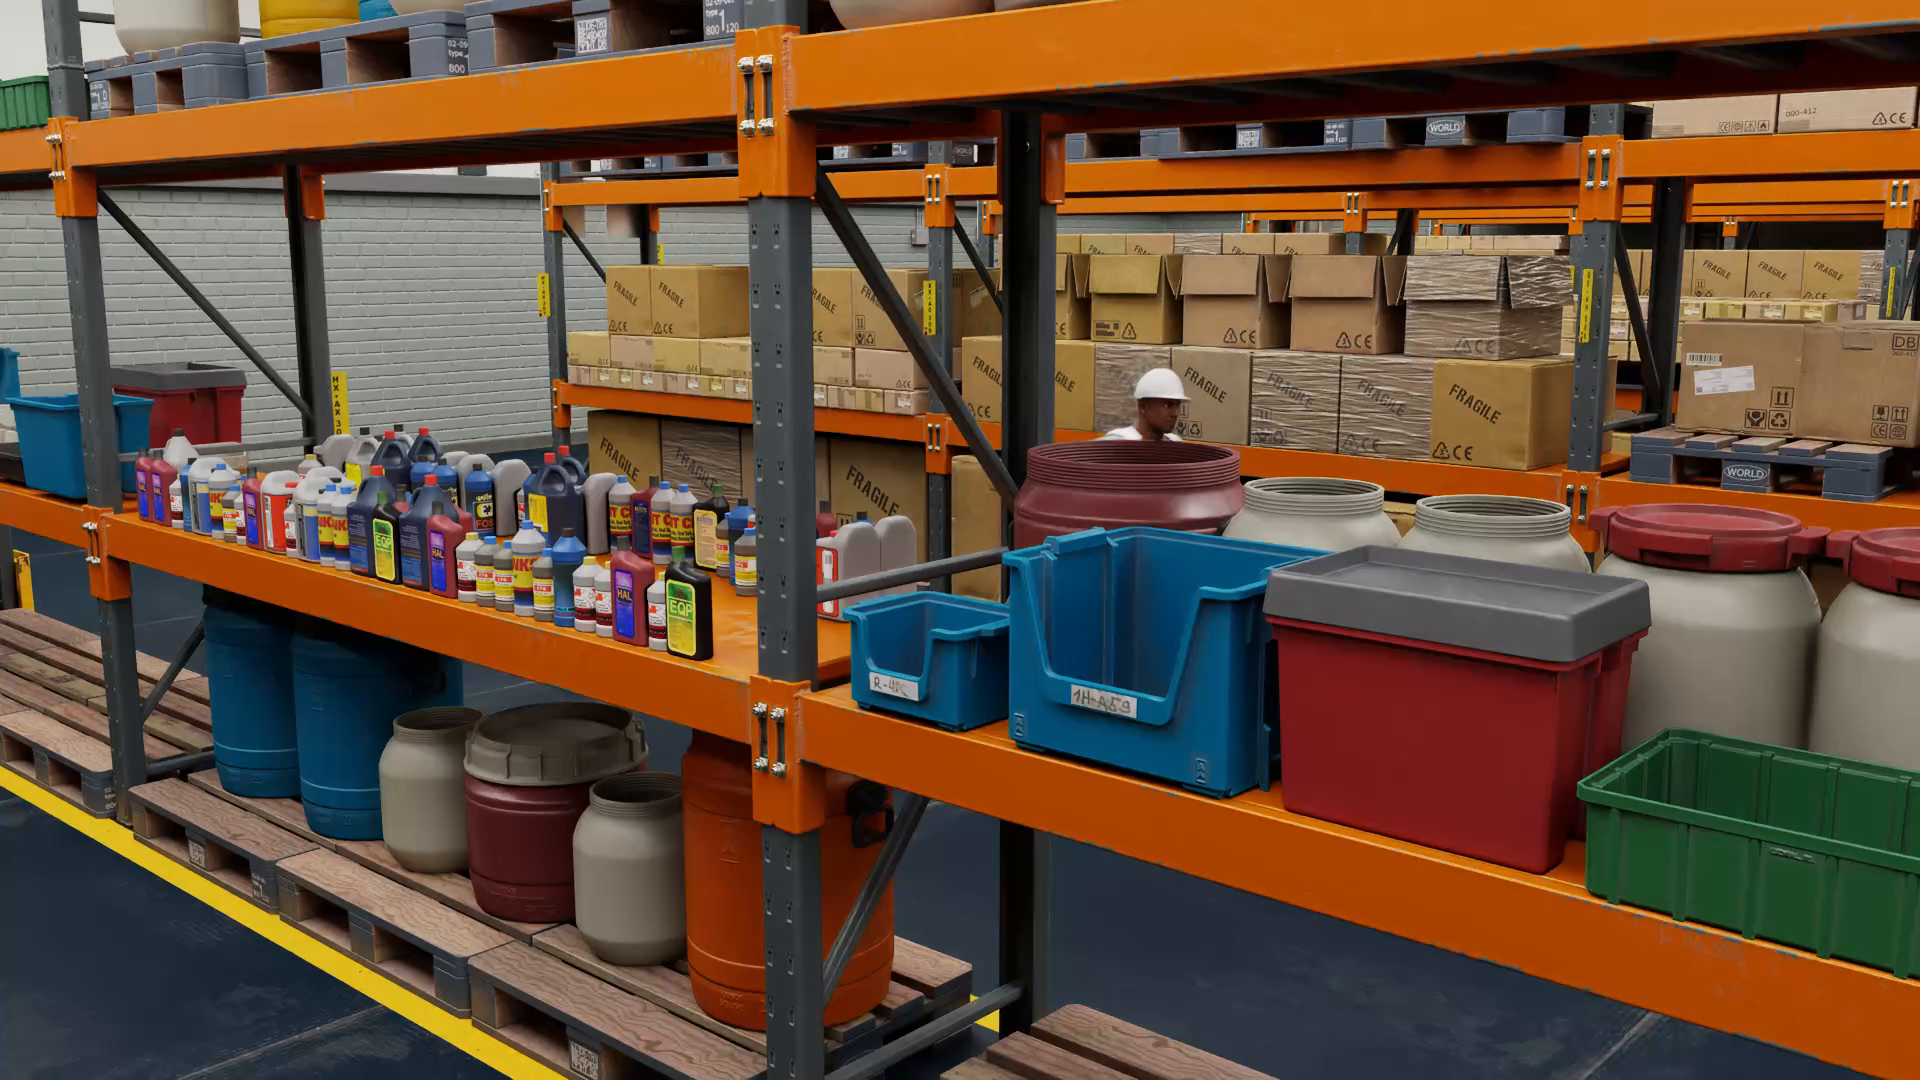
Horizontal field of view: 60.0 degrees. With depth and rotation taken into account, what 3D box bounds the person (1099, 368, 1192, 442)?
[{"bbox_3d":[0.809,0.113,7.596,0.483,1.794,0.578,8,13,38],"label":"person"}]
